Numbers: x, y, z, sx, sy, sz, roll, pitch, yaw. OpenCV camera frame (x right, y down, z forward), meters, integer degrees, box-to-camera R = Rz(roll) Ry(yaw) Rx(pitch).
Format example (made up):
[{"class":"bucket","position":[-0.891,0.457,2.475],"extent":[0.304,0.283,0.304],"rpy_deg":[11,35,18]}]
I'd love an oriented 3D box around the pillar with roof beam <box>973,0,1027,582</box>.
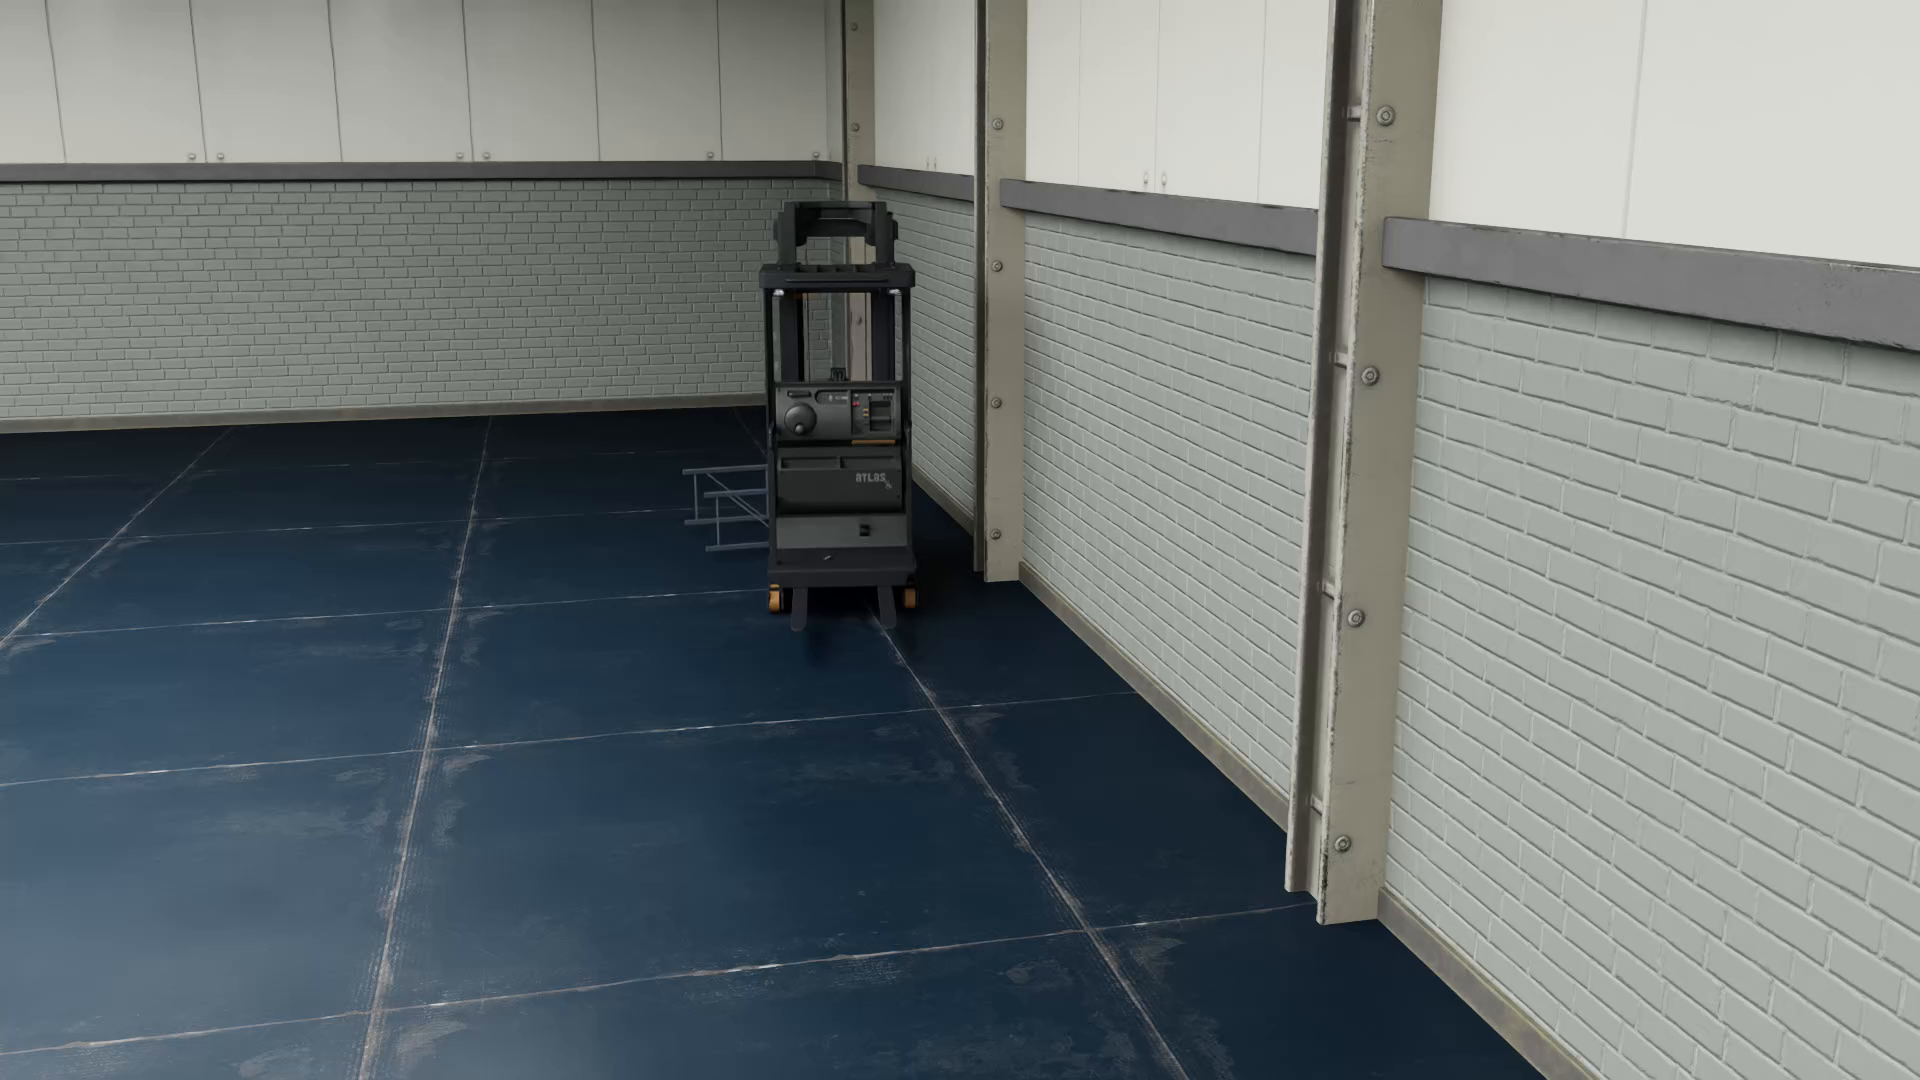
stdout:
[{"class":"pillar with roof beam","position":[-3.881,-3.855,11.245],"extent":[9.100,9.000,0.400],"rpy_deg":[-3,14,-13]}]

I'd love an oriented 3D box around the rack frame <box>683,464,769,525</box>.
[{"class":"rack frame","position":[-1.723,-0.432,14.904],"extent":[1.500,0.500,0.032],"rpy_deg":[-5,14,-18]}]

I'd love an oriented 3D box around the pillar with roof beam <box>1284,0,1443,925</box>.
[{"class":"pillar with roof beam","position":[-2.472,-2.471,5.579],"extent":[9.100,9.000,0.400],"rpy_deg":[-3,14,-13]}]

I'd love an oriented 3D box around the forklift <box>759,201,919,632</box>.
[{"class":"forklift","position":[-0.888,-0.970,12.222],"extent":[1.130,2.935,3.031],"rpy_deg":[-1,14,-4]}]

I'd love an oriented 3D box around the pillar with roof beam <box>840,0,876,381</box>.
[{"class":"pillar with roof beam","position":[-5.291,-5.239,16.910],"extent":[9.100,9.000,0.400],"rpy_deg":[-3,14,-13]}]

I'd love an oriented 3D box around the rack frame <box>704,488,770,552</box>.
[{"class":"rack frame","position":[-1.394,-0.204,13.969],"extent":[1.500,0.500,0.032],"rpy_deg":[-5,14,-18]}]

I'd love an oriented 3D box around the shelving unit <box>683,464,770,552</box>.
[{"class":"shelving unit","position":[-1.556,-0.316,14.428],"extent":[1.500,0.587,1.083],"rpy_deg":[-5,14,-18]}]
